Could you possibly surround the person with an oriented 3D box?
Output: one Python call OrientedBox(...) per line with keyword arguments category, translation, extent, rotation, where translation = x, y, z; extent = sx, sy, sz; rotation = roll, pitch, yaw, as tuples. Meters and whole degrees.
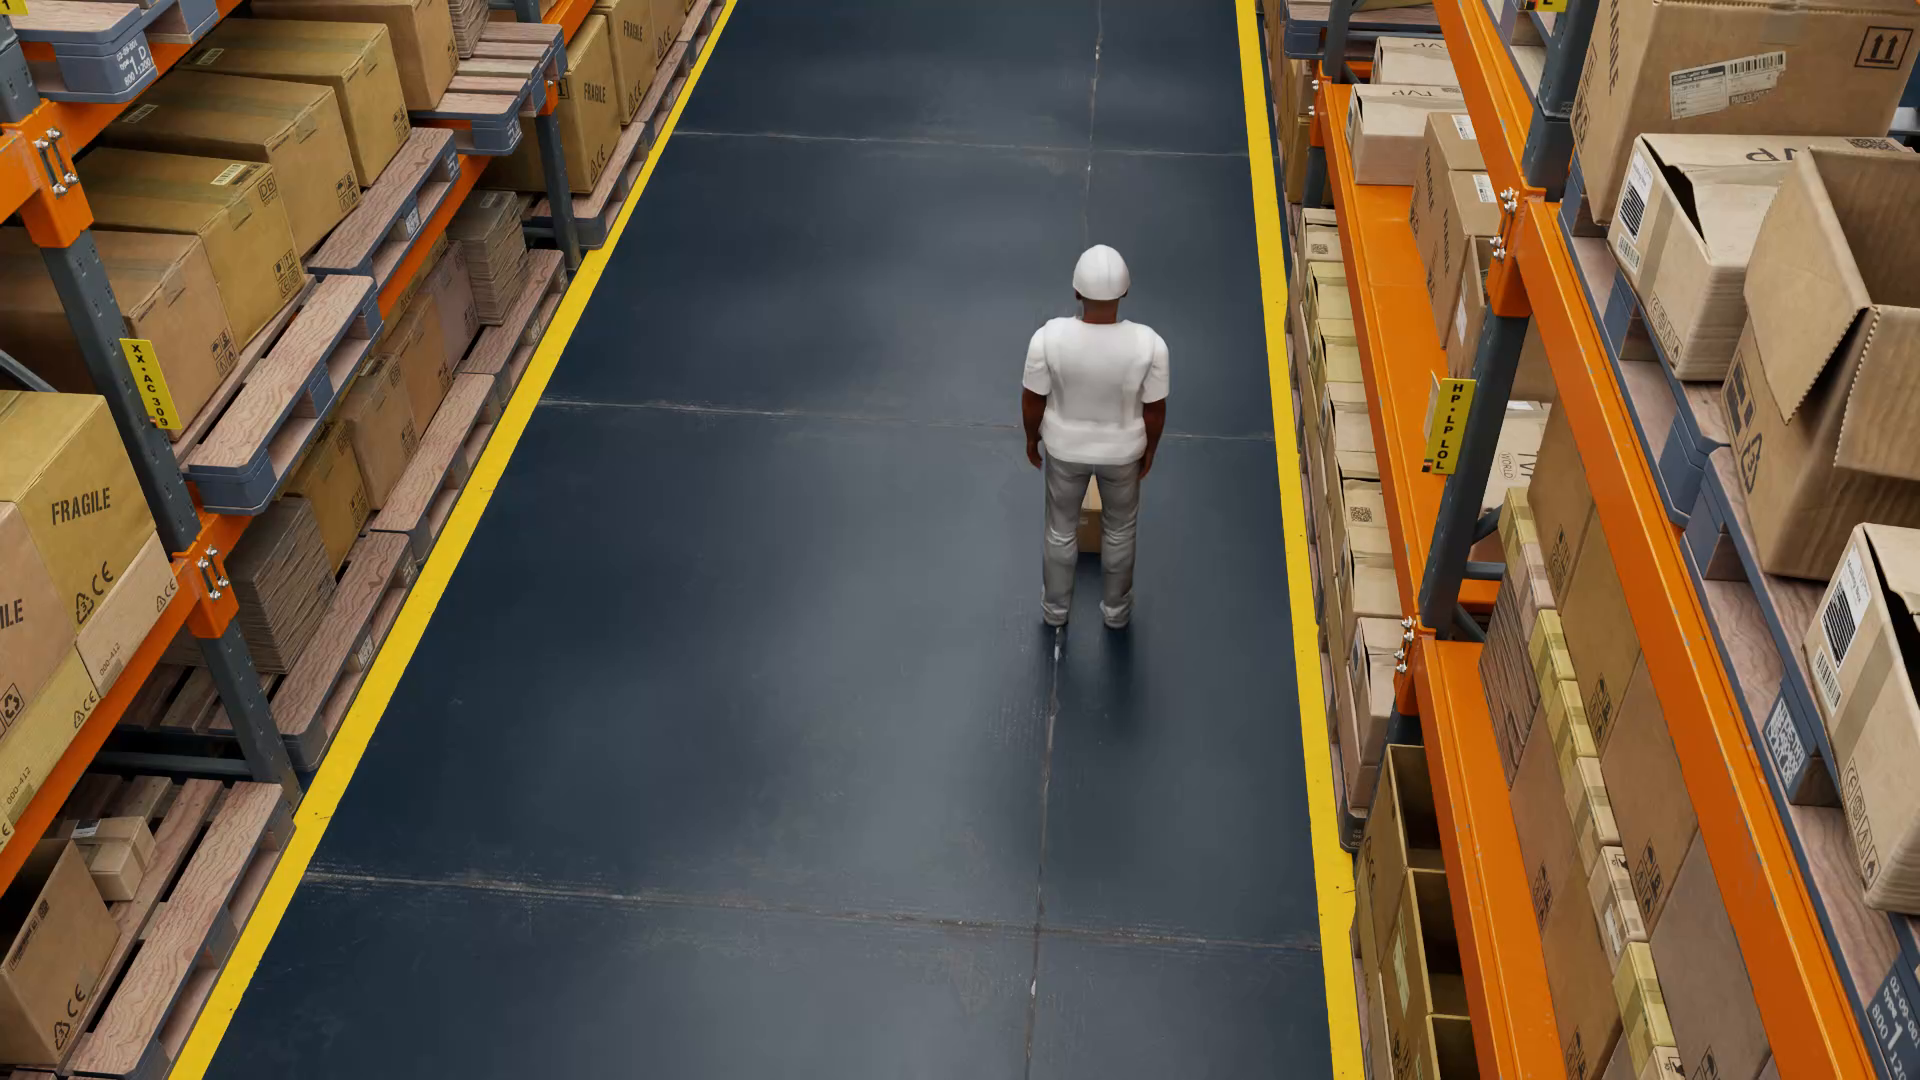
OrientedBox(category="person", translation=(0.522, -0.385, 6.601), extent=(0.563, 1.761, 0.362), rotation=(4, 40, 5))
